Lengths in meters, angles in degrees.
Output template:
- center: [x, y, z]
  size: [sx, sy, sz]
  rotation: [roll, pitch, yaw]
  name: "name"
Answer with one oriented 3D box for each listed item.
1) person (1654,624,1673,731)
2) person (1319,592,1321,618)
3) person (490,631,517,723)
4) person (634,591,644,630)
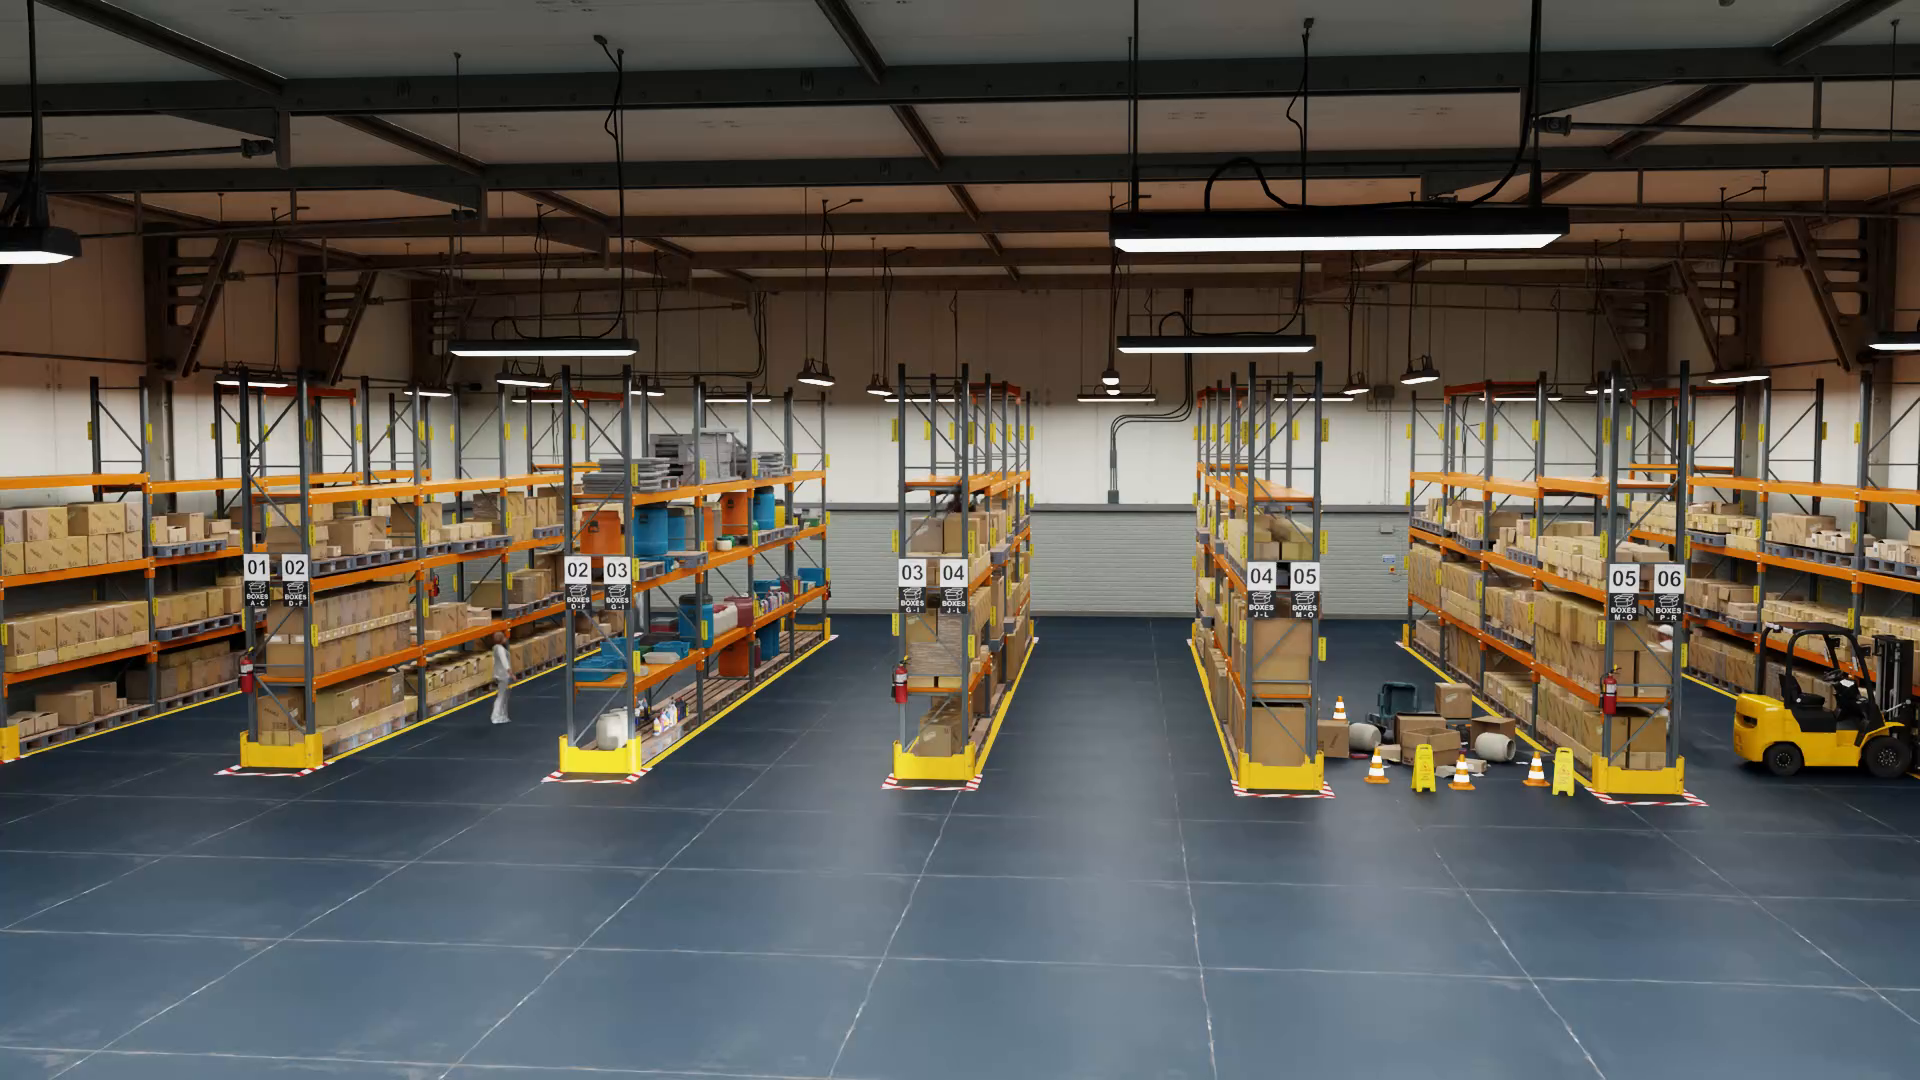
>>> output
- center: [11.759, 2.307, 27.859]
  size: [0.639, 1.816, 0.597]
  rotation: [0, 4, 0]
  name: "person"
- center: [8.005, 1.709, 38.135]
  size: [0.539, 1.721, 0.594]
  rotation: [0, 4, 5]
  name: "person"
- center: [-7.858, 2.384, 28.624]
  size: [0.566, 1.640, 0.473]
  rotation: [-4, 5, -44]
  name: "person"
- center: [-8.291, 1.426, 42.227]
  size: [0.940, 1.721, 0.661]
  rotation: [2, 4, 28]
  name: "person"
